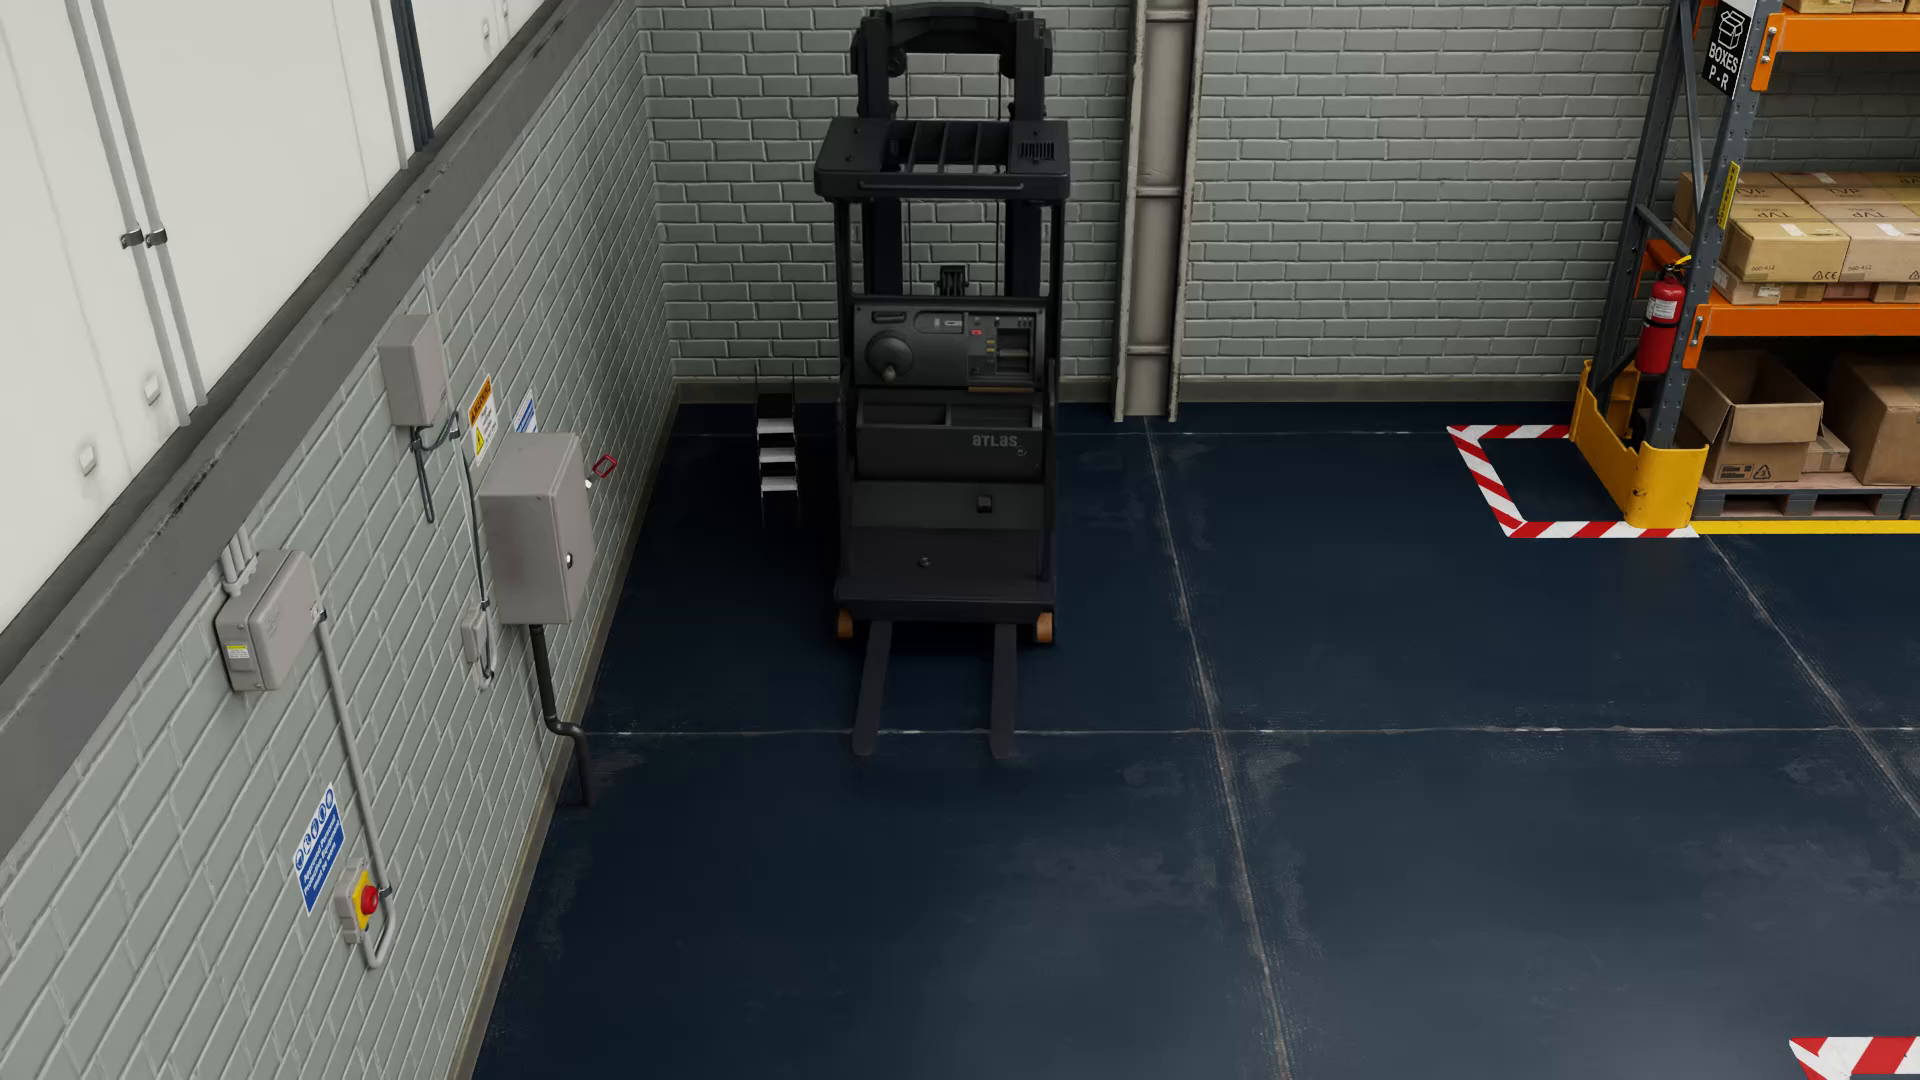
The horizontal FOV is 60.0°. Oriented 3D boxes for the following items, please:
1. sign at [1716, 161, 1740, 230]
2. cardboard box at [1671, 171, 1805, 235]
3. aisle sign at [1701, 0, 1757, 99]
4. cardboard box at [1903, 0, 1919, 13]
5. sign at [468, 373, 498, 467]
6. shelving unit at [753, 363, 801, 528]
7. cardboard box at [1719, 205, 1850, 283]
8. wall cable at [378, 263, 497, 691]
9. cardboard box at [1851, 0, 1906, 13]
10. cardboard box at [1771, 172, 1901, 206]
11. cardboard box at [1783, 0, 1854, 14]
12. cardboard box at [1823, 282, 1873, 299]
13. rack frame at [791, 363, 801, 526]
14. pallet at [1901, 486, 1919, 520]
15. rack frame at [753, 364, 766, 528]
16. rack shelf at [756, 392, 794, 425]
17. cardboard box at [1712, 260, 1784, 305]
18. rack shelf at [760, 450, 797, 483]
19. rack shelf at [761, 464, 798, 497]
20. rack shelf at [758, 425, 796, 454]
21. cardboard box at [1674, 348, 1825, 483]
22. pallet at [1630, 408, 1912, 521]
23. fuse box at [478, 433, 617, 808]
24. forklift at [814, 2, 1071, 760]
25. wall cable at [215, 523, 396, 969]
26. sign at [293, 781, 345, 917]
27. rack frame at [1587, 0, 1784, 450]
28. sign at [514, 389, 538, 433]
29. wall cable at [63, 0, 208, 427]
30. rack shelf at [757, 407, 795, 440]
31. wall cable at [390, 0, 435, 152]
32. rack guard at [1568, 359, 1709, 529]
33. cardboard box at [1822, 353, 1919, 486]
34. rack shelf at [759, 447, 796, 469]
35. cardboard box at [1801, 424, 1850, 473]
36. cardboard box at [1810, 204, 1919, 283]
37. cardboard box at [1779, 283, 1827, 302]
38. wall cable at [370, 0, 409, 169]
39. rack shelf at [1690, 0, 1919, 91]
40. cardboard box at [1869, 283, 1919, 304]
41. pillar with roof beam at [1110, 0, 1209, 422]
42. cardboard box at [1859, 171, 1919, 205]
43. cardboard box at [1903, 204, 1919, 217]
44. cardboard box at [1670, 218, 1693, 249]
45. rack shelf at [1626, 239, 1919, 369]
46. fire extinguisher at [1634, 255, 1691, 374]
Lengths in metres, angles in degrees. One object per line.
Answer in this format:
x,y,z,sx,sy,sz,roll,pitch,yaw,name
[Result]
3.871,-1.737,8.387,0.005,0.325,0.100,0,31,0,sign
4.326,-1.851,9.266,0.500,0.250,0.500,1,31,1,cardboard box
3.801,-2.607,8.150,0.004,0.787,0.394,0,31,0,aisle sign
4.707,-2.710,8.176,0.250,0.149,0.380,0,31,0,cardboard box
-1.811,-0.458,6.317,0.001,0.242,0.339,0,31,0,sign
-1.011,-0.520,9.240,0.210,0.900,0.258,-2,31,-3,shelving unit
4.323,-1.573,8.809,0.500,0.250,0.500,0,31,0,cardboard box
-1.757,-0.214,5.732,0.122,1.984,0.588,0,31,0,wall cable
4.450,-2.718,8.189,0.250,0.149,0.380,0,31,1,cardboard box
4.842,-1.852,9.268,0.500,0.250,0.500,0,31,0,cardboard box
4.188,-2.704,8.165,0.250,0.149,0.380,0,31,1,cardboard box
4.715,-1.444,8.980,0.250,0.149,0.380,-1,31,-1,cardboard box
-0.910,-0.523,9.245,0.006,0.900,0.240,-2,31,-3,rack frame
5.958,-0.462,9.808,1.213,0.211,1.003,0,31,0,pallet
-1.113,-0.517,9.234,0.006,0.900,0.240,-2,31,-3,rack frame
-1.011,-0.722,9.117,0.200,0.077,0.258,-2,31,-3,rack shelf
4.198,-1.400,8.908,0.250,0.149,0.380,0,31,-1,cardboard box
-1.011,-0.415,9.303,0.200,0.077,0.258,-2,31,-3,rack shelf
-1.011,-0.338,9.350,0.200,0.077,0.258,-2,31,-3,rack shelf
-1.011,-0.568,9.210,0.200,0.077,0.258,-2,31,-3,rack shelf
4.480,-0.714,9.536,0.637,0.503,0.797,-1,31,-2,cardboard box
4.741,-0.459,9.804,1.213,0.211,1.003,0,31,0,pallet
-1.604,0.417,6.914,0.414,1.711,0.539,0,31,0,fuse box
-0.059,-0.899,7.907,1.130,2.935,3.031,1,31,2,forklift
-1.737,0.508,4.511,0.123,1.953,0.585,0,31,0,wall cable
-1.798,0.866,4.671,0.001,0.218,0.327,0,31,0,sign
3.868,-1.649,9.075,0.127,3.000,1.000,0,31,0,rack frame
-1.814,-0.349,7.025,0.001,0.494,0.329,0,31,0,sign
-1.785,-1.475,3.005,0.029,3.000,0.463,0,31,0,wall cable
-1.011,-0.645,9.163,0.200,0.077,0.258,-2,31,-3,rack shelf
-1.766,-3.326,6.021,0.133,3.039,2.988,0,31,0,wall cable
3.944,-0.580,9.724,0.348,0.500,1.175,0,31,0,rack guard
5.335,-0.695,9.508,0.500,0.500,0.700,1,31,2,cardboard box
-1.011,-0.491,9.257,0.200,0.077,0.258,-2,31,-3,rack shelf
4.905,-0.543,9.597,0.250,0.149,0.380,-1,31,-2,cardboard box
4.827,-1.575,8.812,0.500,0.250,0.500,0,31,0,cardboard box
4.452,-1.425,8.949,0.250,0.149,0.380,1,31,1,cardboard box
-1.787,-1.865,3.648,0.029,3.000,2.355,0,31,0,wall cable
5.868,-2.630,8.494,4.000,0.370,1.077,0,31,0,rack shelf
4.968,-1.413,8.929,0.250,0.149,0.380,1,31,1,cardboard box
1.192,-2.439,4.595,0.400,9.000,9.100,0,31,0,pillar with roof beam
5.337,-1.851,9.267,0.500,0.250,0.500,1,31,1,cardboard box
5.334,-1.578,8.817,0.500,0.250,0.500,-1,31,-1,cardboard box
4.198,-1.681,9.372,0.250,0.149,0.380,-1,31,-1,cardboard box
5.868,-1.347,9.272,4.000,0.370,1.077,0,31,0,rack shelf
3.723,-1.216,8.796,0.183,0.674,0.296,0,31,0,fire extinguisher
